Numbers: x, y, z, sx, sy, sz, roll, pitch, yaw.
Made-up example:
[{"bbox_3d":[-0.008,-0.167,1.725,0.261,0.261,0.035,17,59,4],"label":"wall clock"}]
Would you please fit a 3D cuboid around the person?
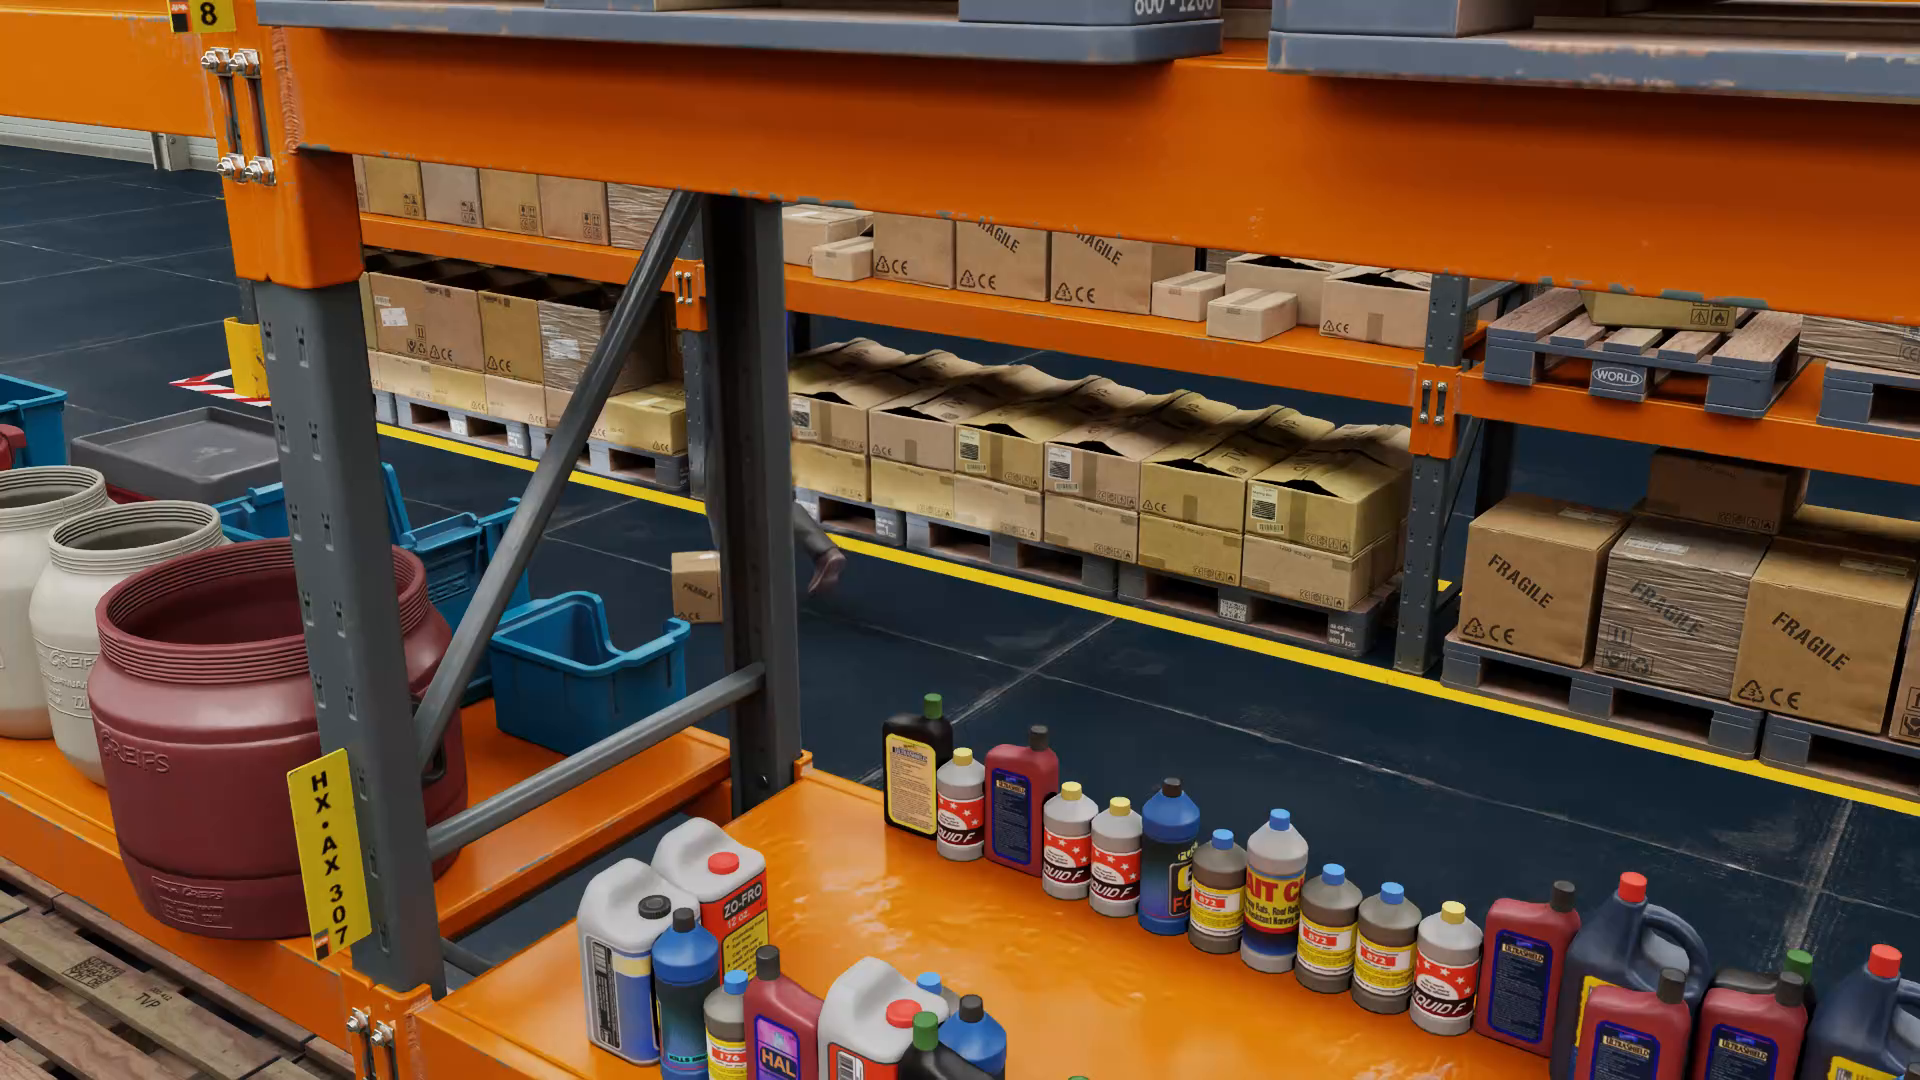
[{"bbox_3d":[-0.881,-0.468,7.327,0.760,1.627,0.472,14,24,34],"label":"person"}]
